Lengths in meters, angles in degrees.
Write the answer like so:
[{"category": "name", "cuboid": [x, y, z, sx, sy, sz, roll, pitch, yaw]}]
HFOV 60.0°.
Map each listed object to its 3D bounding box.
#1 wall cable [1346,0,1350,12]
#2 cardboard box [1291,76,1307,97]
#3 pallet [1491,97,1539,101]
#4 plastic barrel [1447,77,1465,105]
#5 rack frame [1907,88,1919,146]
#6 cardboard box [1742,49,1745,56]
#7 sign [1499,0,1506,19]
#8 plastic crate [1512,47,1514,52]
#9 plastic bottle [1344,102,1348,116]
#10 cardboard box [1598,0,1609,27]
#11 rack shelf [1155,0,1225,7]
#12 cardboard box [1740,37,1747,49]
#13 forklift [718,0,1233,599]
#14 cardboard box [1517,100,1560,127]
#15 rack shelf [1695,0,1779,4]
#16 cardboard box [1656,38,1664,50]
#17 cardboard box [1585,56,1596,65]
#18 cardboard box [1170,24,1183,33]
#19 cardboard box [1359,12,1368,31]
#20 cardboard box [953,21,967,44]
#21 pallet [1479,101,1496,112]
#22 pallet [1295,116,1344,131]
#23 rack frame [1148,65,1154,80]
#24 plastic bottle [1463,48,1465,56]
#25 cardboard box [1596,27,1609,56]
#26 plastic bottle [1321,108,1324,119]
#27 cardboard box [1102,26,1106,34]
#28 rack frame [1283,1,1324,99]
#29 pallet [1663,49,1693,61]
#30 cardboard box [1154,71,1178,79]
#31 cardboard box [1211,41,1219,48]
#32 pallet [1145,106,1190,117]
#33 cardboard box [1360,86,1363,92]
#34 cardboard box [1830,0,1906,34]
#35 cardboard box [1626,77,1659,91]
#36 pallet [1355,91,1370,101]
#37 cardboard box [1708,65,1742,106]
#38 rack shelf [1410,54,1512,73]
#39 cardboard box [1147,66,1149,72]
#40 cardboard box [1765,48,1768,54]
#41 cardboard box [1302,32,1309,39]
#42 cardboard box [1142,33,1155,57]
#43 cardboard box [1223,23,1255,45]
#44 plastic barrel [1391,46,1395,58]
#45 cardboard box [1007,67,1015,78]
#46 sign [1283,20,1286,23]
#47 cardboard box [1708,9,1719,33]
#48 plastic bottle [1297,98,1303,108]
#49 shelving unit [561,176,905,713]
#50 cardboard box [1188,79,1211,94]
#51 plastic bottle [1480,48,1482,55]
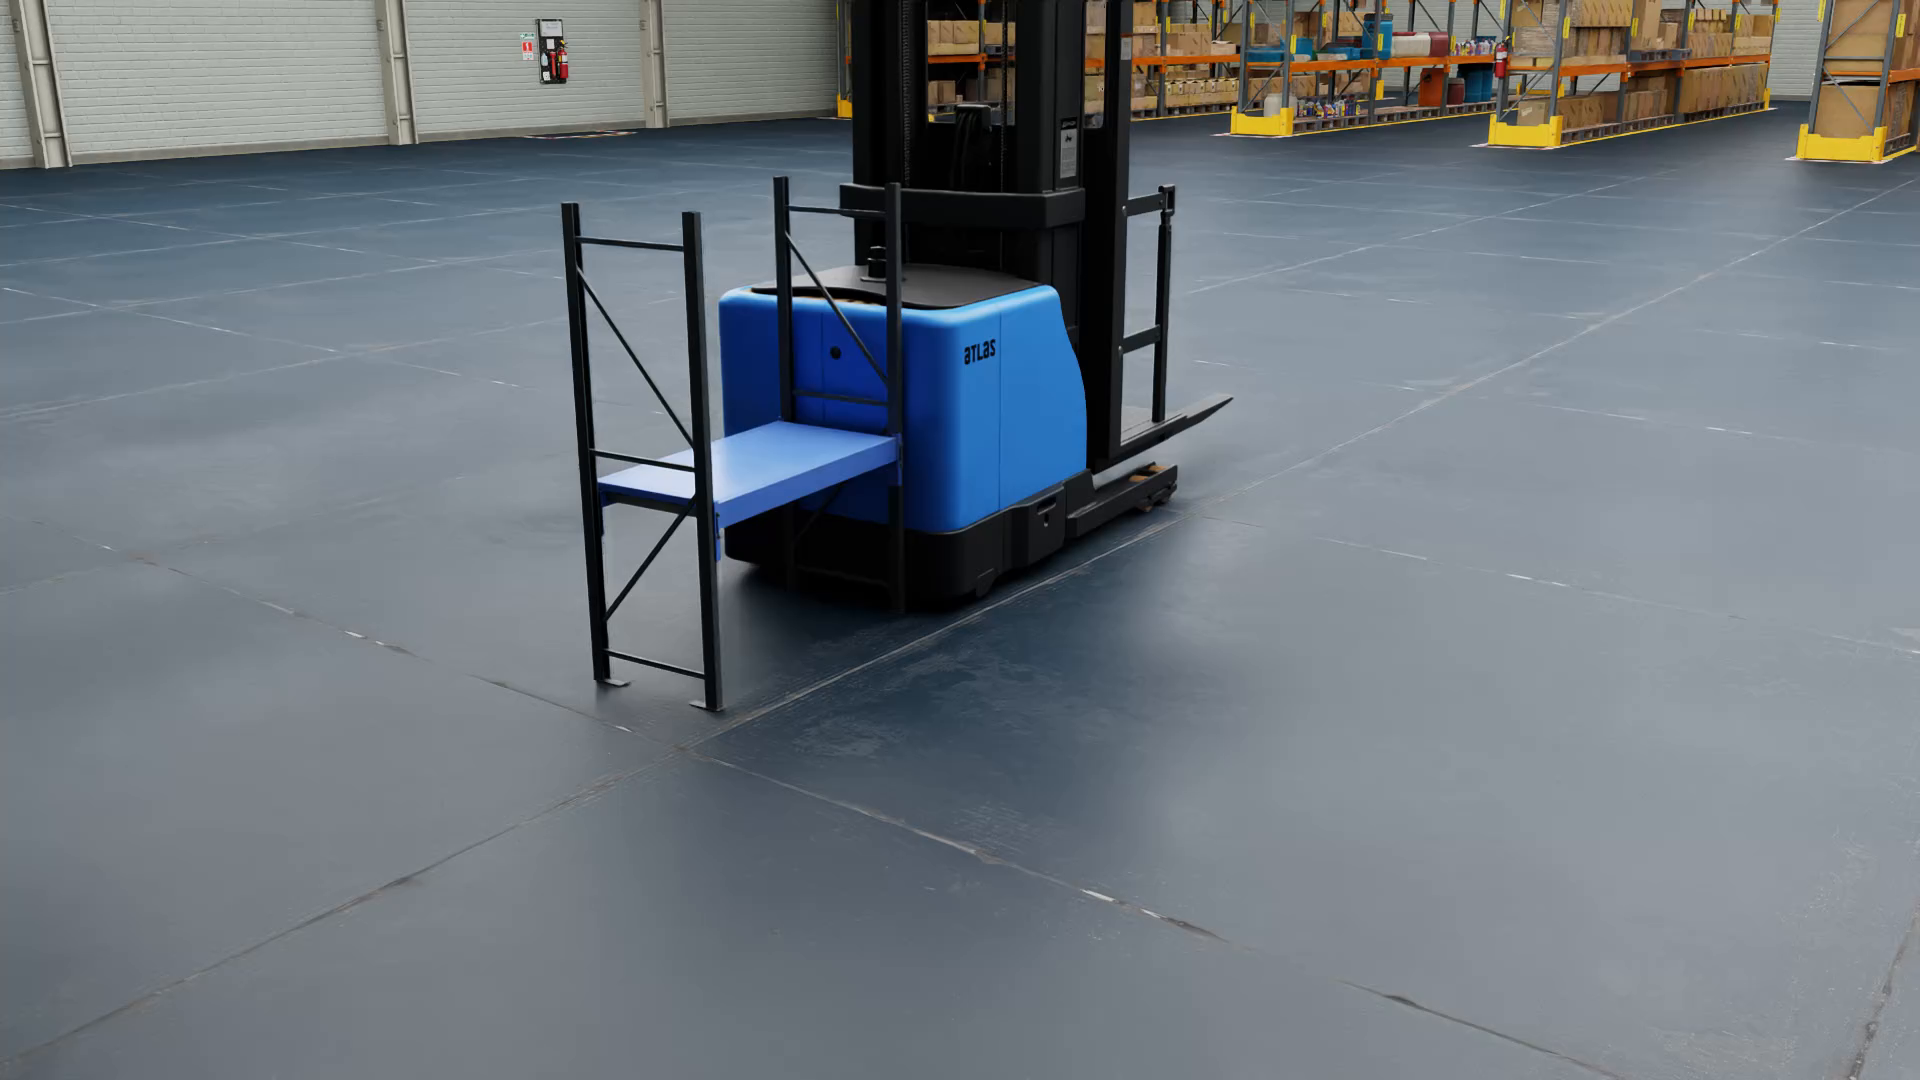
[{"category": "wall cable", "cuboid": [10.941, -17.337, 52.633, 3.097, 2.526, 0.112, 12, 21, 35]}, {"category": "cardboard box", "cuboid": [8.516, -11.575, 42.434, 0.500, 0.500, 0.500, 13, 21, 35]}, {"category": "pallet", "cuboid": [13.990, -11.109, 42.162, 1.003, 0.211, 1.213, 12, 21, 35]}, {"category": "plastic barrel", "cuboid": [11.424, -10.452, 38.701, 0.600, 0.588, 0.708, 12, 21, 35]}, {"category": "rack frame", "cuboid": [15.991, -8.286, 28.369, 1.000, 3.000, 0.127, 12, 21, 35]}, {"category": "cardboard box", "cuboid": [17.746, -11.172, 38.086, 0.380, 0.149, 0.250, 12, 21, 33]}, {"category": "sign", "cuboid": [9.251, -9.041, 28.313, 0.100, 0.325, 0.005, 12, 21, 35]}, {"category": "plastic crate", "cuboid": [13.590, -12.195, 40.746, 0.402, 0.464, 0.583, 12, 21, 35]}, {"category": "plastic bottle", "cuboid": [7.760, -8.678, 33.471, 0.061, 0.283, 0.133, 14, 22, 38]}, {"category": "cardboard box", "cuboid": [11.124, -9.341, 29.411, 0.500, 0.500, 0.500, 12, 21, 35]}, {"category": "rack shelf", "cuboid": [6.092, -15.283, 47.056, 1.077, 0.370, 4.000, 12, 21, 35]}, {"category": "cardboard box", "cuboid": [17.625, -11.346, 37.972, 0.500, 0.250, 0.500, 12, 21, 34]}, {"category": "forklift", "cuboid": [0.297, -1.576, 6.878, 1.130, 2.935, 3.031, 10, 20, 30]}, {"category": "cardboard box", "cuboid": [10.070, -7.386, 28.978, 0.500, 0.500, 0.500, -15, 23, -40]}, {"category": "rack shelf", "cuboid": [18.026, -12.657, 38.600, 1.077, 0.370, 4.000, 12, 21, 35]}, {"category": "cardboard box", "cuboid": [13.674, -9.831, 32.861, 0.396, 0.266, 0.258, 12, 21, 33]}, {"category": "cardboard box", "cuboid": [11.017, -8.480, 29.416, 0.380, 0.149, 0.250, 12, 21, 35]}, {"category": "cardboard box", "cuboid": [5.676, -14.160, 46.779, 0.980, 0.700, 0.700, 12, 21, 33]}, {"category": "cardboard box", "cuboid": [10.614, -13.922, 44.663, 0.500, 0.500, 0.500, 13, 22, 36]}, {"category": "cardboard box", "cuboid": [-0.192, -11.821, 38.708, 0.500, 0.500, 0.500, 12, 21, 34]}, {"category": "pallet", "cuboid": [12.364, -10.459, 40.068, 1.003, 0.211, 1.213, 12, 21, 35]}, {"category": "pallet", "cuboid": [6.930, -8.286, 33.069, 1.003, 0.211, 1.213, 12, 21, 35]}, {"category": "rack frame", "cuboid": [4.900, -13.718, 45.860, 1.000, 3.000, 0.127, 12, 21, 35]}, {"category": "plastic bottle", "cuboid": [11.437, -11.130, 37.863, 0.097, 0.201, 0.097, 0, 17, 0]}, {"category": "cardboard box", "cuboid": [11.207, -9.030, 30.095, 0.875, 0.500, 0.500, 12, 21, 35]}, {"category": "plastic bottle", "cuboid": [7.099, -8.384, 32.661, 0.097, 0.201, 0.097, 0, 17, 0]}, {"category": "cardboard box", "cuboid": [2.903, -10.705, 34.897, 0.380, 0.149, 0.250, 12, 21, 34]}, {"category": "rack frame", "cuboid": [8.881, -12.843, 43.044, 1.000, 3.000, 0.127, 12, 21, 35]}, {"category": "pallet", "cuboid": [14.112, -9.859, 33.758, 1.213, 0.211, 1.003, 12, 21, 35]}, {"category": "cardboard box", "cuboid": [5.730, -13.004, 47.067, 0.700, 0.500, 0.500, 12, 21, 34]}, {"category": "cardboard box", "cuboid": [5.809, -11.669, 39.414, 0.500, 0.311, 0.500, 12, 21, 34]}, {"category": "pallet", "cuboid": [4.522, -9.789, 37.909, 1.003, 0.211, 1.213, 12, 21, 35]}, {"category": "cardboard box", "cuboid": [10.825, -12.400, 45.650, 0.380, 0.166, 0.250, 12, 21, 35]}, {"category": "cardboard box", "cuboid": [13.860, -8.002, 25.381, 0.875, 0.550, 0.550, 12, 21, 35]}, {"category": "cardboard box", "cuboid": [13.768, -9.221, 33.587, 0.500, 0.250, 0.500, 16, 23, 41]}, {"category": "pallet", "cuboid": [10.745, -12.256, 45.855, 1.003, 0.211, 1.213, 12, 21, 35]}, {"category": "cardboard box", "cuboid": [17.292, -10.421, 38.118, 0.875, 0.875, 0.875, 12, 21, 35]}, {"category": "rack shelf", "cuboid": [11.665, -11.147, 38.795, 1.077, 0.370, 4.000, 12, 21, 35]}, {"category": "cardboard box", "cuboid": [5.182, -13.195, 46.589, 0.380, 0.149, 0.250, 12, 21, 34]}, {"category": "cardboard box", "cuboid": [19.117, -11.720, 39.849, 0.380, 0.149, 0.250, 13, 21, 35]}, {"category": "cardboard box", "cuboid": [8.973, -13.056, 43.559, 0.500, 0.500, 0.500, 13, 21, 36]}, {"category": "cardboard box", "cuboid": [3.855, -10.879, 36.550, 0.700, 0.500, 0.500, 12, 21, 33]}, {"category": "cardboard box", "cuboid": [6.782, -12.309, 40.446, 0.700, 0.500, 0.500, 5, 18, 16]}, {"category": "plastic barrel", "cuboid": [9.002, -10.284, 35.035, 0.301, 0.262, 0.301, 0, 17, 0]}, {"category": "cardboard box", "cuboid": [1.126, -11.595, 41.233, 0.500, 0.250, 0.500, 12, 21, 33]}, {"category": "sign", "cuboid": [8.441, -13.351, 43.219, 0.100, 0.325, 0.005, 12, 21, 35]}, {"category": "cardboard box", "cuboid": [16.042, -11.304, 36.226, 0.797, 0.503, 0.637, 13, 21, 35]}, {"category": "plastic bottle", "cuboid": [6.799, -8.697, 33.418, 0.144, 0.351, 0.185, 13, 22, 37]}, {"category": "shelving unit", "cuboid": [-0.680, -0.361, 5.378, 0.538, 1.500, 1.048, 10, 20, 30]}, {"category": "cardboard box", "cuboid": [5.476, -10.514, 38.526, 0.500, 0.311, 0.500, 13, 22, 36]}, {"category": "plastic bottle", "cuboid": [12.098, -11.394, 38.713, 0.097, 0.201, 0.097, 0, 17, 0]}]
